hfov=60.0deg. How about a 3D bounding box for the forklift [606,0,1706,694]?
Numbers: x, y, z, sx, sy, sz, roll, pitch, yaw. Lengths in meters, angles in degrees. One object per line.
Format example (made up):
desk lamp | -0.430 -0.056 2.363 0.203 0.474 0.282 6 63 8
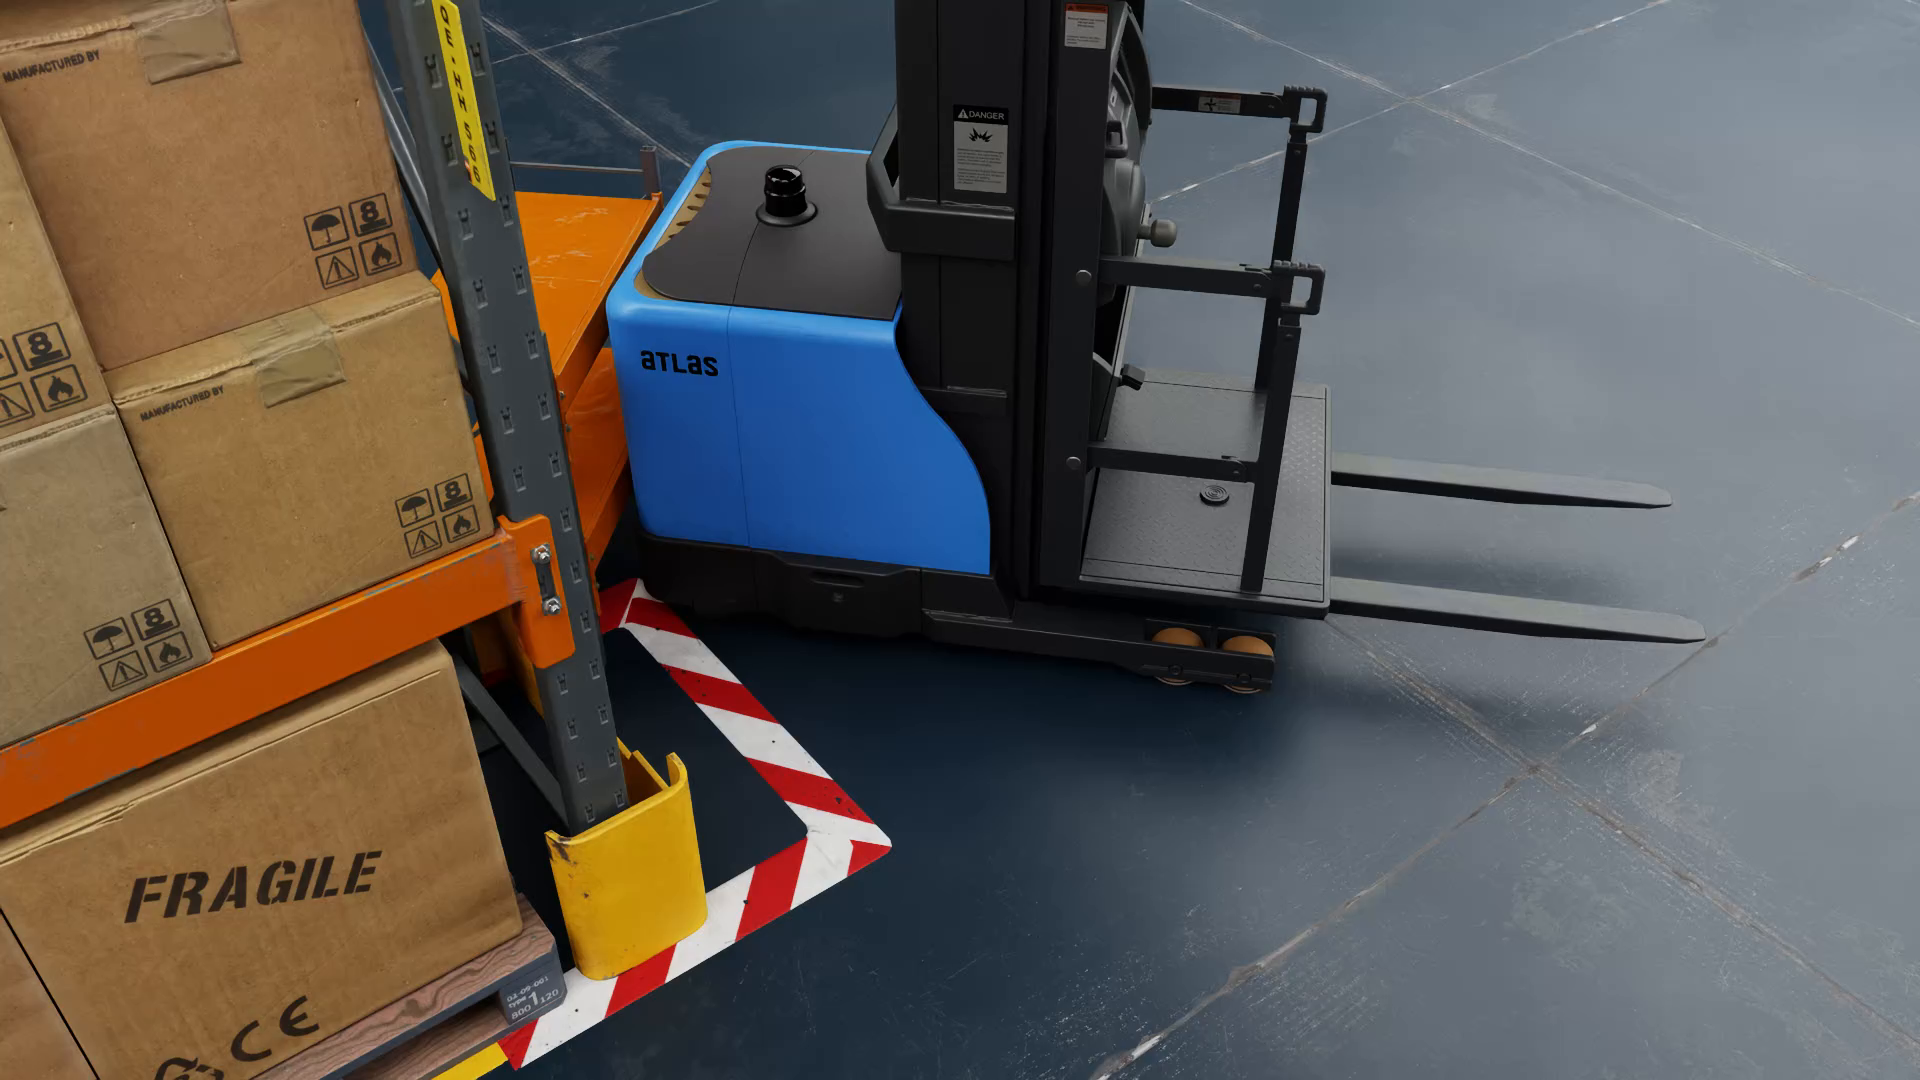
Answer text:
forklift | 0.617 -1.064 4.236 3.031 2.935 1.130 6 40 8

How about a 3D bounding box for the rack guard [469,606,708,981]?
rack guard | -1.091 0.515 4.228 0.348 0.500 1.175 -26 46 -28

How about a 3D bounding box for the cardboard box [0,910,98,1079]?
cardboard box | -2.304 0.853 3.189 0.875 0.875 0.875 -27 46 -29

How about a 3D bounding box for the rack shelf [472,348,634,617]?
rack shelf | -1.206 -0.222 5.020 0.538 0.278 1.000 5 40 6

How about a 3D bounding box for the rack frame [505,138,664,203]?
rack frame | -1.140 -0.731 5.254 0.500 1.125 0.032 5 40 6

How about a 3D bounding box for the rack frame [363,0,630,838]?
rack frame | -1.110 -0.442 3.424 0.127 3.000 1.000 -26 46 -28

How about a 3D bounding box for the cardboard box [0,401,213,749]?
cardboard box | -1.799 -0.110 2.901 0.550 0.550 0.875 -26 46 -28

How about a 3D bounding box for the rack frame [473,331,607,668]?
rack frame | -1.273 -0.092 4.475 0.500 1.125 0.032 5 40 6

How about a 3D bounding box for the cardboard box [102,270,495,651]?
cardboard box | -1.376 -0.334 3.174 0.550 0.550 0.875 -26 46 -28

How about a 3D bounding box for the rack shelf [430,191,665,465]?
rack shelf | -1.206 -0.638 4.679 0.538 0.278 1.000 5 40 6

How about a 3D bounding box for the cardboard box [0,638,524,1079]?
cardboard box | -1.607 0.512 3.605 0.875 0.875 0.875 -26 46 -28

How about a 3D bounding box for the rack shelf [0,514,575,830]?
rack shelf | -2.696 0.609 2.710 4.000 0.370 1.077 -26 46 -28

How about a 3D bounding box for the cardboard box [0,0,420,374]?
cardboard box | -1.428 -0.794 2.883 0.550 0.550 0.875 -26 46 -28

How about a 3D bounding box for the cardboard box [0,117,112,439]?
cardboard box | -1.808 -0.535 2.567 0.550 0.550 0.875 -26 46 -28

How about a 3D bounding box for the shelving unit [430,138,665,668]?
shelving unit | -1.206 -0.412 4.865 0.538 1.125 1.048 5 40 6

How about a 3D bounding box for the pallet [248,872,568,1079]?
pallet | -1.696 0.984 3.884 1.213 0.211 1.003 -26 46 -28

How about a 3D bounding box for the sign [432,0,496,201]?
sign | -0.790 -0.703 2.642 0.005 0.325 0.100 -26 46 -28
